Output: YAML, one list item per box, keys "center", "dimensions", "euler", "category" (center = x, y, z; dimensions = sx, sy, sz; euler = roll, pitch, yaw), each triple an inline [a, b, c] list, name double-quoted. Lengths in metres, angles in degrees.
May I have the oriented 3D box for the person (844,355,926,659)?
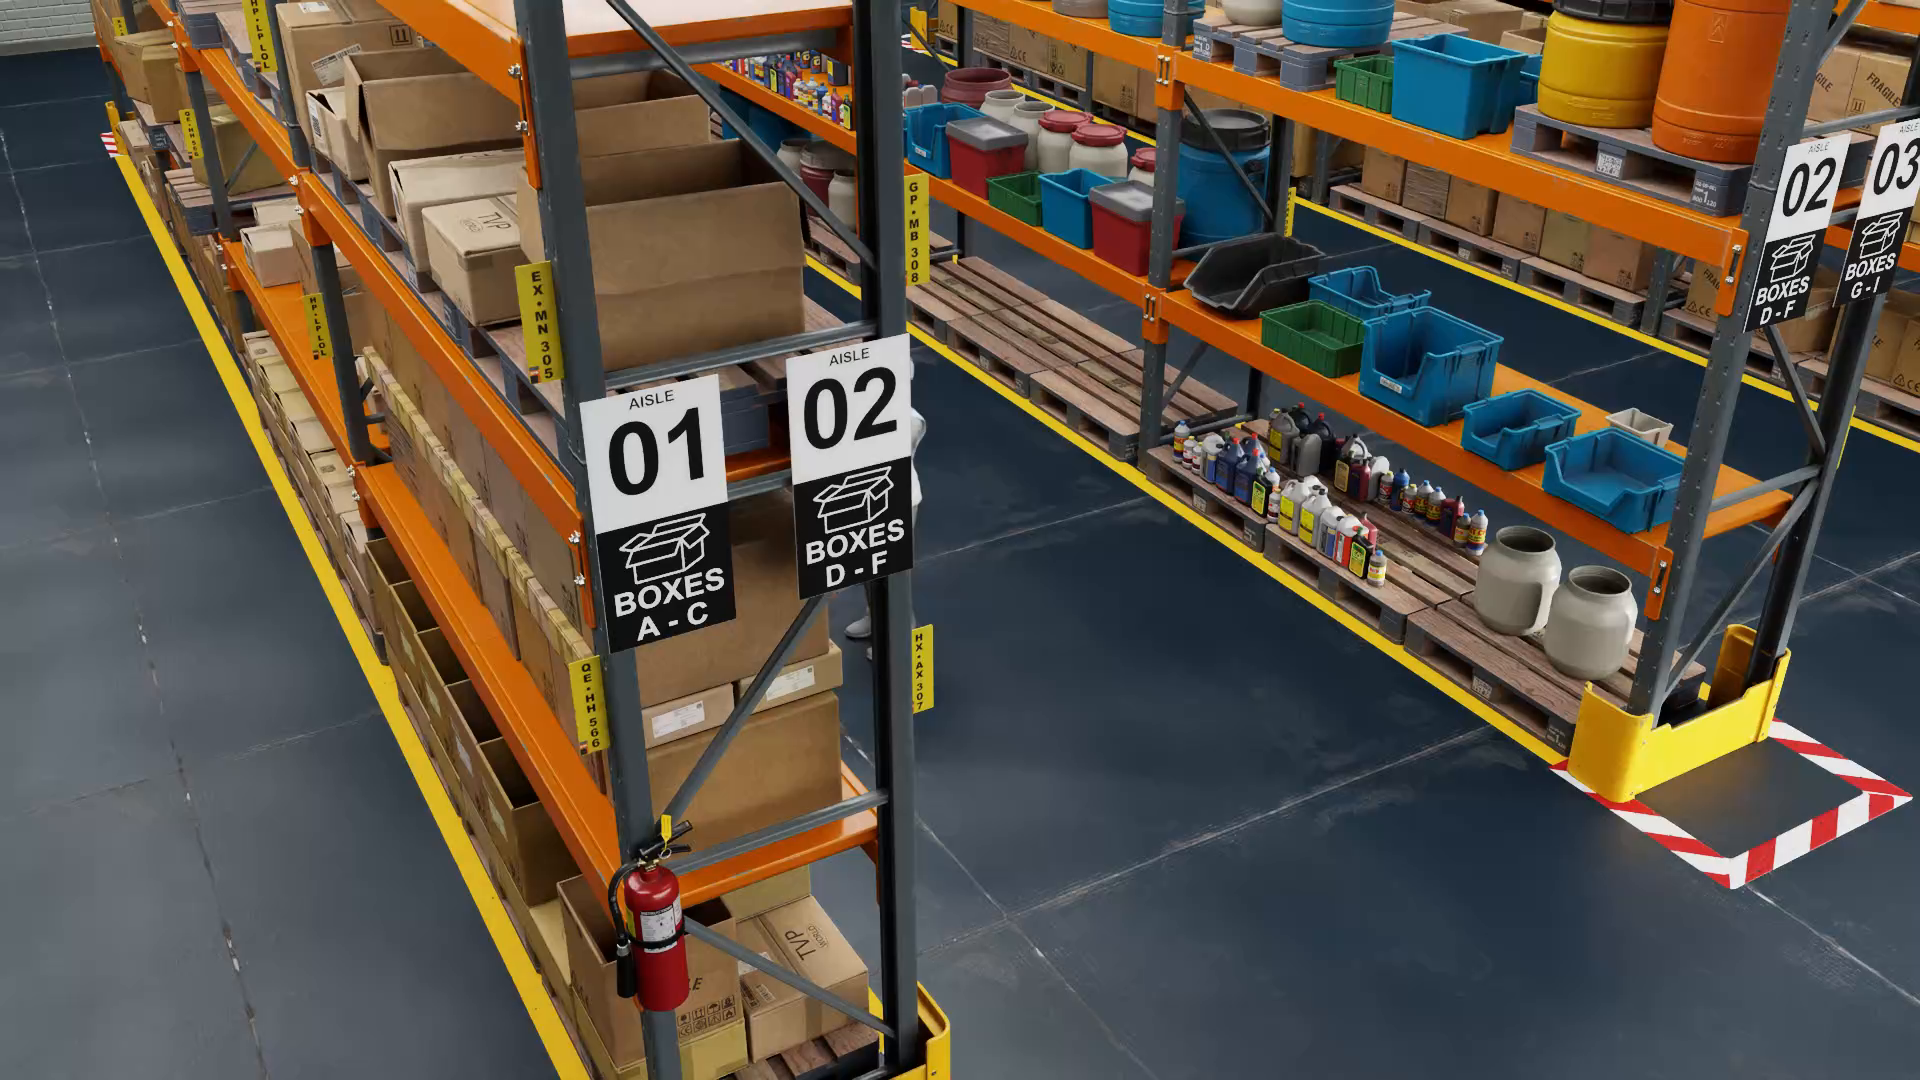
- center: [-0.489, -0.183, 8.880]
  dimensions: [0.556, 1.764, 0.494]
  euler: [-15, 32, -25]
  category: "person"
